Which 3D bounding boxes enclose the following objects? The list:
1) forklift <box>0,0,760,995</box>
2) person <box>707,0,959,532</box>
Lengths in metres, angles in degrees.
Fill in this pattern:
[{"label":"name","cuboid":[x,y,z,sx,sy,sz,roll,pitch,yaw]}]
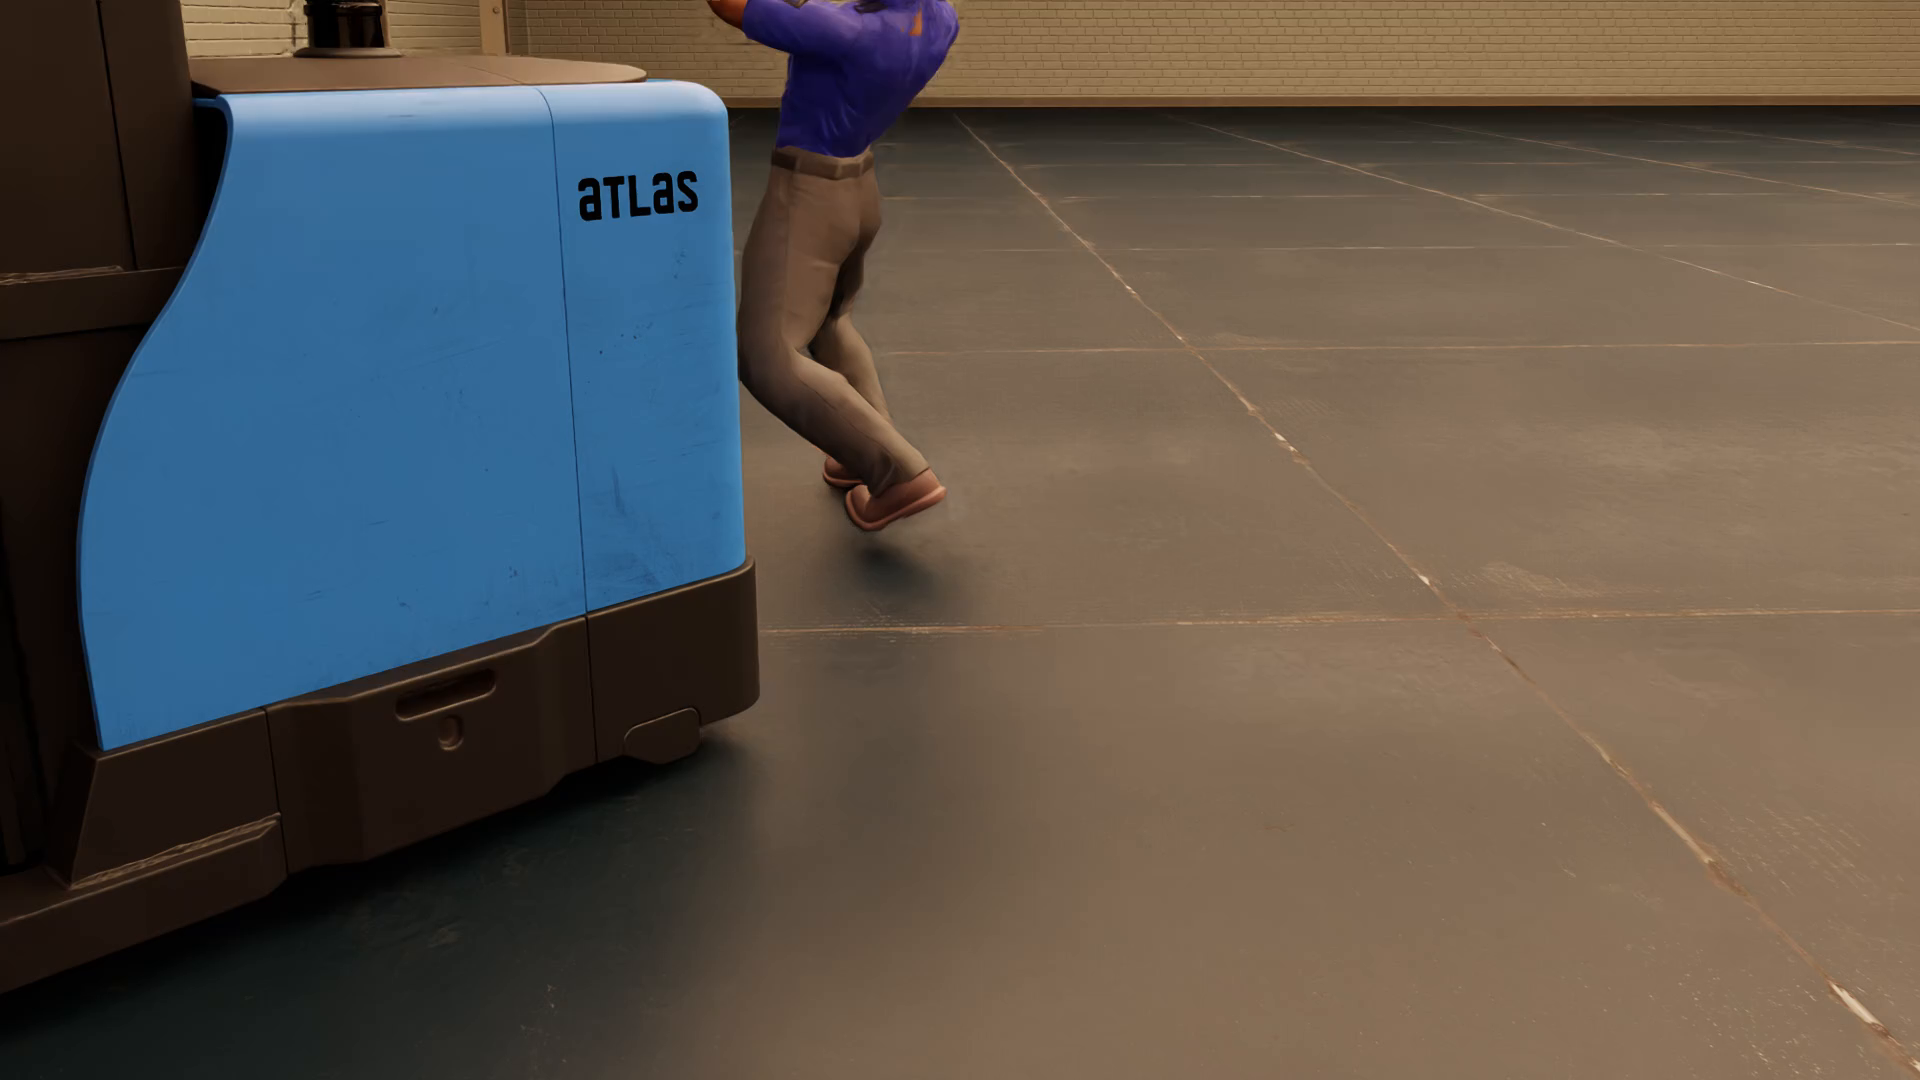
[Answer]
[{"label":"forklift","cuboid":[-1.720,-0.854,1.701,1.130,2.935,3.031,16,23,41]},{"label":"person","cuboid":[-0.294,-0.803,4.043,0.735,1.438,0.966,5,18,15]}]
